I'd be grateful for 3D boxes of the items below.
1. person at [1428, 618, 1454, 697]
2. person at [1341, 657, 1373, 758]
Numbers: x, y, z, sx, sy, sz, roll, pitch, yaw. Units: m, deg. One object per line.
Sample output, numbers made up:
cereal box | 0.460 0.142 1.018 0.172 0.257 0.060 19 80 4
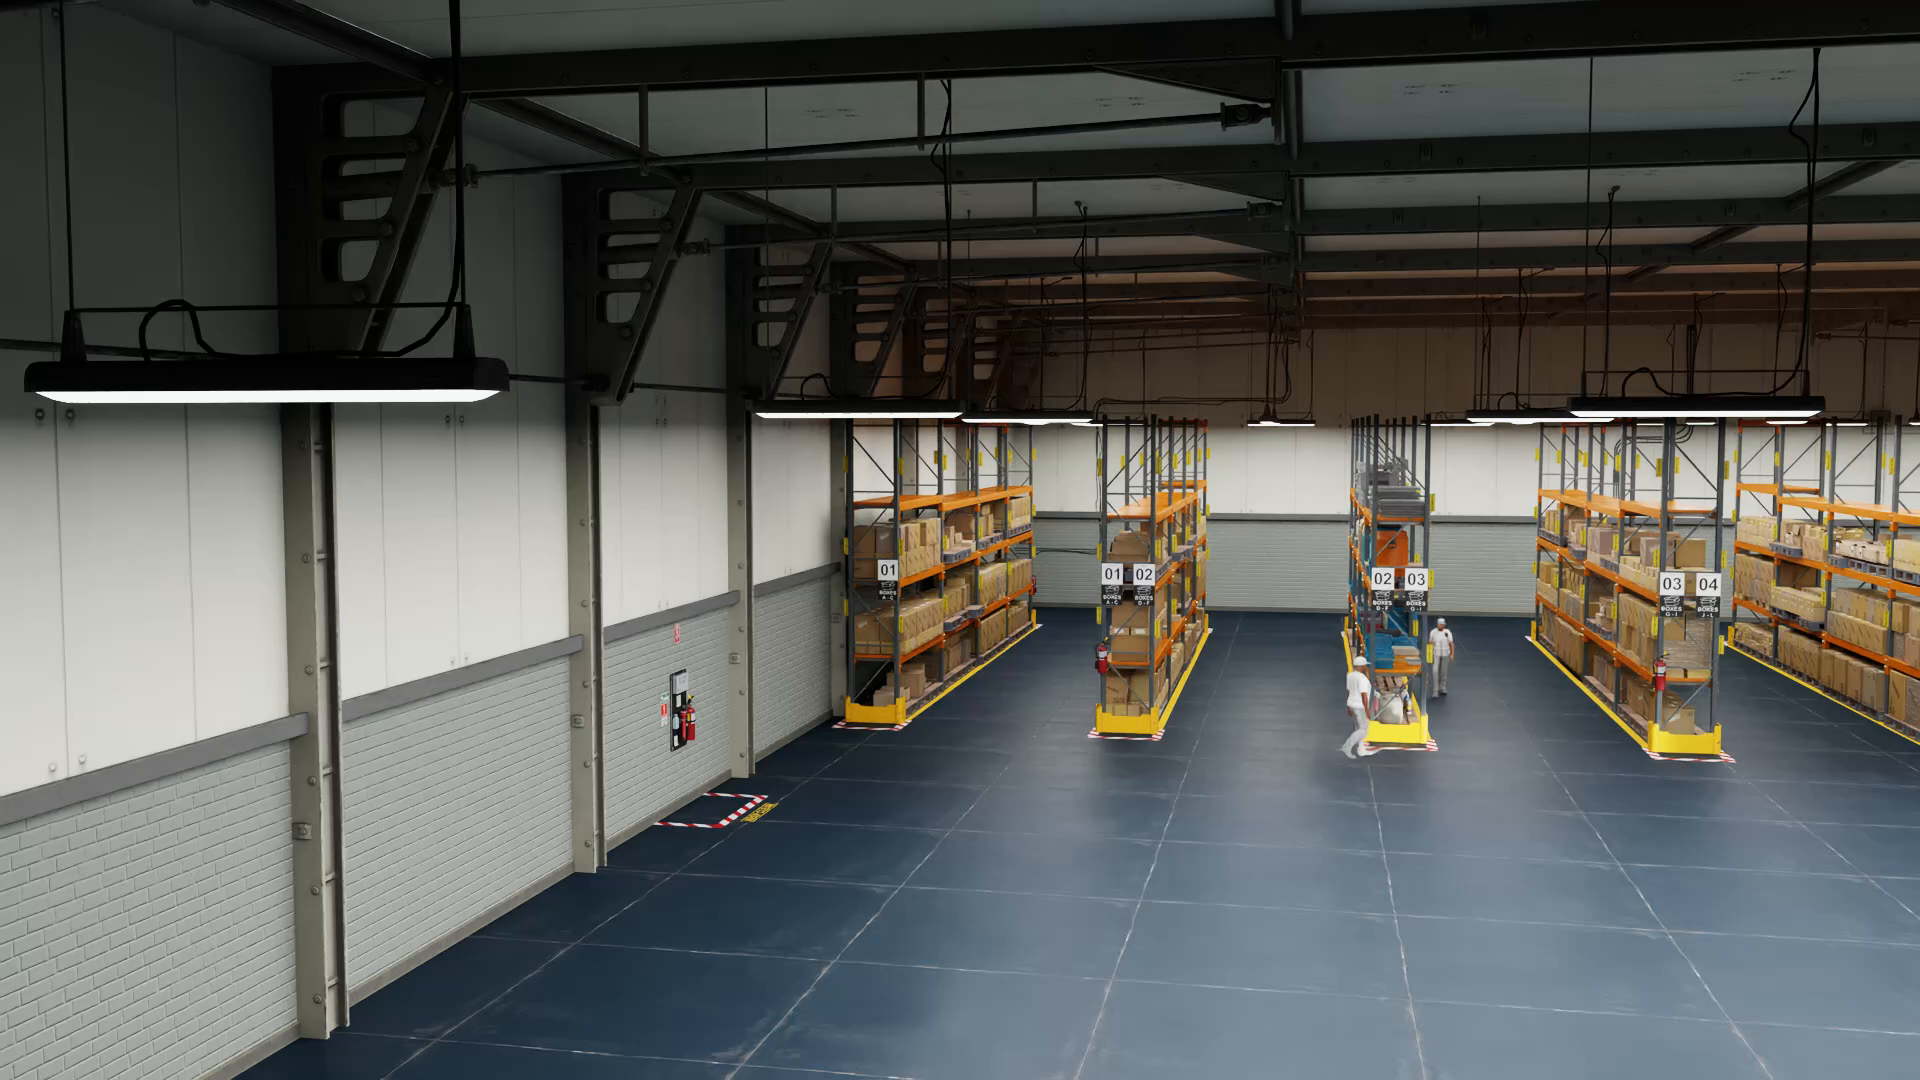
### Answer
person | 10.369 2.516 35.841 0.534 1.685 0.652 1 4 11
person | 6.934 2.917 28.992 0.735 1.762 0.603 -1 4 -15
